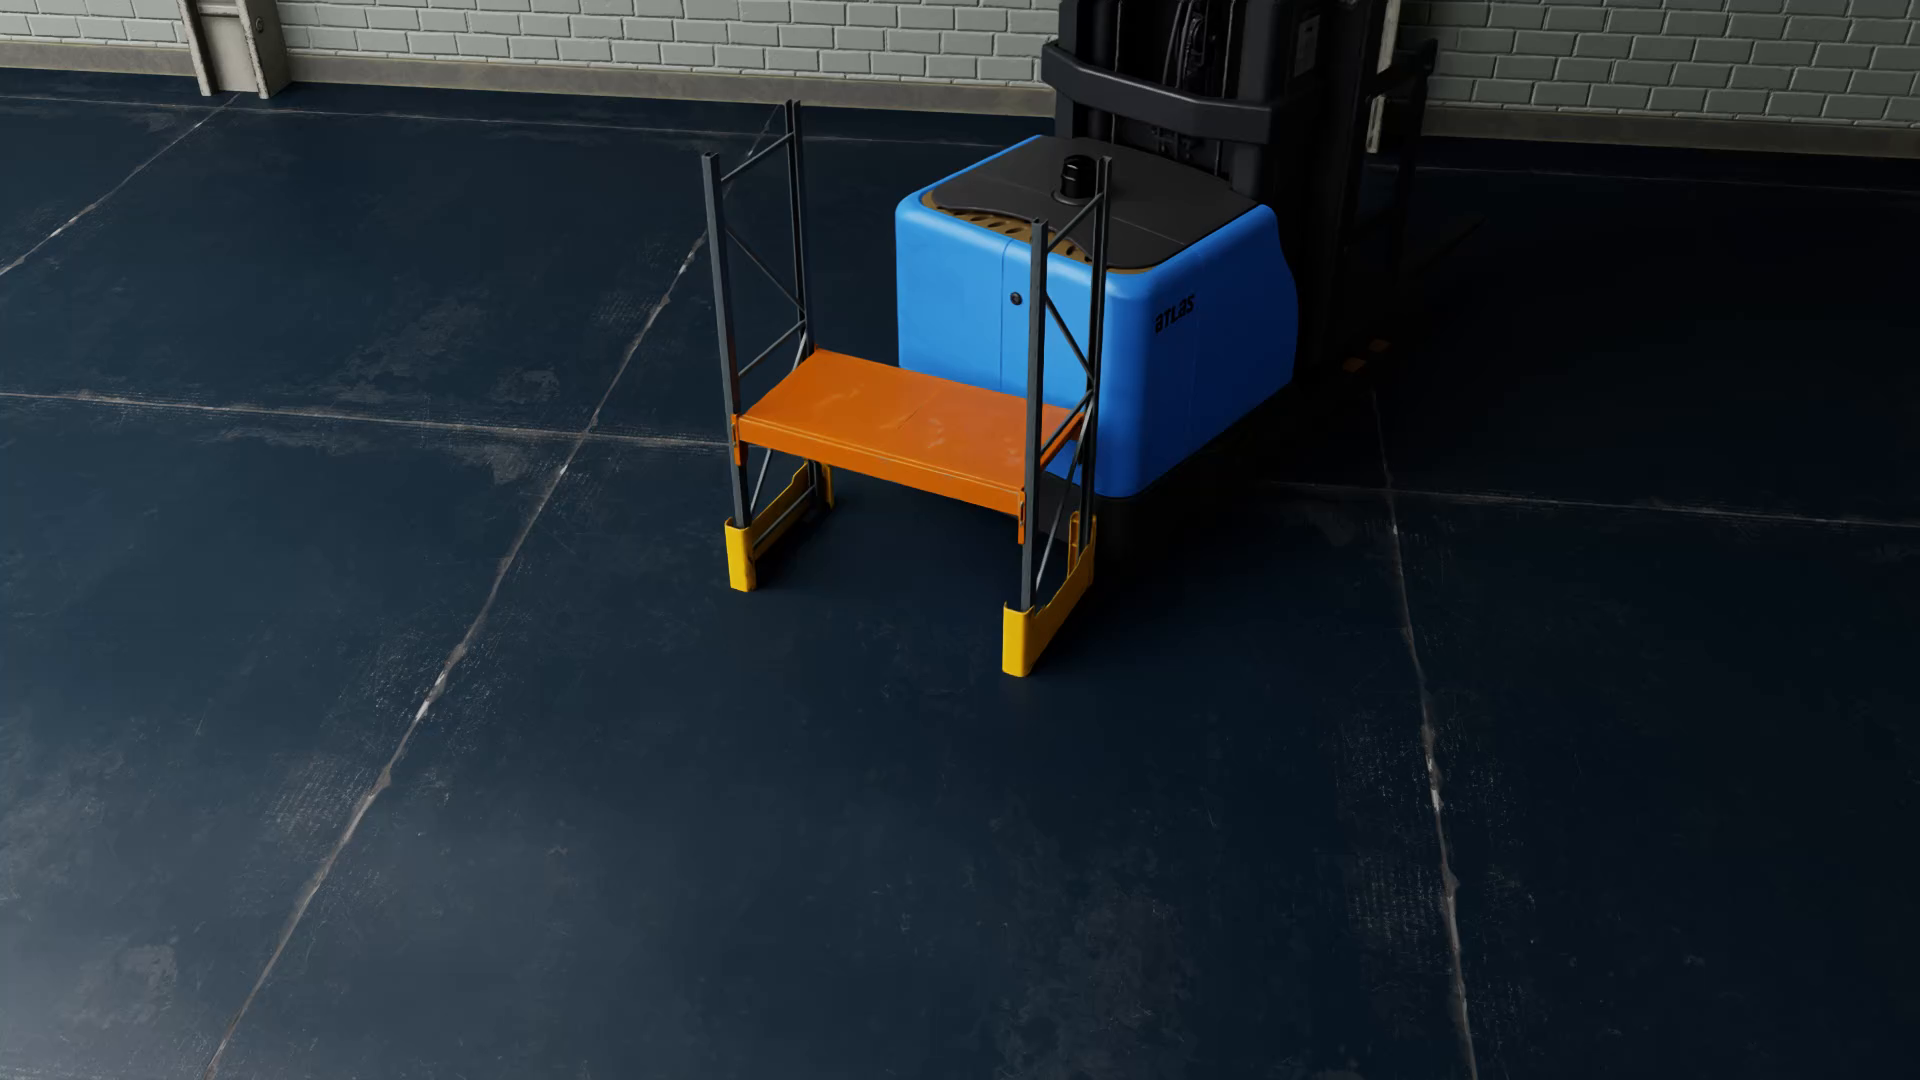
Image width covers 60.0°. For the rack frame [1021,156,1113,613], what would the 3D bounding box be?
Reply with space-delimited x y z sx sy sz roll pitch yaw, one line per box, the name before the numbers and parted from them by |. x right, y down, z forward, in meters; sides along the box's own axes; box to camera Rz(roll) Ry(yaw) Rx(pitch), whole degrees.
rack frame | 0.308 -0.339 4.933 0.032 1.500 0.500 16 38 21

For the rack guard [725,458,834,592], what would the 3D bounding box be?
rack guard | -0.605 -0.088 5.658 0.087 0.250 0.587 16 38 21

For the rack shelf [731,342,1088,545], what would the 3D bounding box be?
rack shelf | -0.149 -0.321 5.219 1.000 0.185 0.538 16 38 21

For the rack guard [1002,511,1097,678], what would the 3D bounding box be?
rack guard | 0.290 0.165 5.303 0.087 0.250 0.587 16 38 21

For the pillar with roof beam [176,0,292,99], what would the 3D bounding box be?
pillar with roof beam | -4.528 -3.716 3.210 0.400 9.000 9.100 4 36 6

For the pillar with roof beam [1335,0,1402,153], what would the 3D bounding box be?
pillar with roof beam | 1.423 -3.272 2.588 0.400 9.000 9.100 4 36 6

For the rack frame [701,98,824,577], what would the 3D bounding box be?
rack frame | -0.606 -0.597 5.295 0.032 1.500 0.500 16 38 21

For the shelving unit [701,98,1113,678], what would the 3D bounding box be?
shelving unit | -0.157 -0.470 5.118 1.083 1.500 0.587 16 38 21

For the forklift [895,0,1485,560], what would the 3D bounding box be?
forklift | 1.104 -1.910 5.903 1.130 2.935 3.031 26 43 32
